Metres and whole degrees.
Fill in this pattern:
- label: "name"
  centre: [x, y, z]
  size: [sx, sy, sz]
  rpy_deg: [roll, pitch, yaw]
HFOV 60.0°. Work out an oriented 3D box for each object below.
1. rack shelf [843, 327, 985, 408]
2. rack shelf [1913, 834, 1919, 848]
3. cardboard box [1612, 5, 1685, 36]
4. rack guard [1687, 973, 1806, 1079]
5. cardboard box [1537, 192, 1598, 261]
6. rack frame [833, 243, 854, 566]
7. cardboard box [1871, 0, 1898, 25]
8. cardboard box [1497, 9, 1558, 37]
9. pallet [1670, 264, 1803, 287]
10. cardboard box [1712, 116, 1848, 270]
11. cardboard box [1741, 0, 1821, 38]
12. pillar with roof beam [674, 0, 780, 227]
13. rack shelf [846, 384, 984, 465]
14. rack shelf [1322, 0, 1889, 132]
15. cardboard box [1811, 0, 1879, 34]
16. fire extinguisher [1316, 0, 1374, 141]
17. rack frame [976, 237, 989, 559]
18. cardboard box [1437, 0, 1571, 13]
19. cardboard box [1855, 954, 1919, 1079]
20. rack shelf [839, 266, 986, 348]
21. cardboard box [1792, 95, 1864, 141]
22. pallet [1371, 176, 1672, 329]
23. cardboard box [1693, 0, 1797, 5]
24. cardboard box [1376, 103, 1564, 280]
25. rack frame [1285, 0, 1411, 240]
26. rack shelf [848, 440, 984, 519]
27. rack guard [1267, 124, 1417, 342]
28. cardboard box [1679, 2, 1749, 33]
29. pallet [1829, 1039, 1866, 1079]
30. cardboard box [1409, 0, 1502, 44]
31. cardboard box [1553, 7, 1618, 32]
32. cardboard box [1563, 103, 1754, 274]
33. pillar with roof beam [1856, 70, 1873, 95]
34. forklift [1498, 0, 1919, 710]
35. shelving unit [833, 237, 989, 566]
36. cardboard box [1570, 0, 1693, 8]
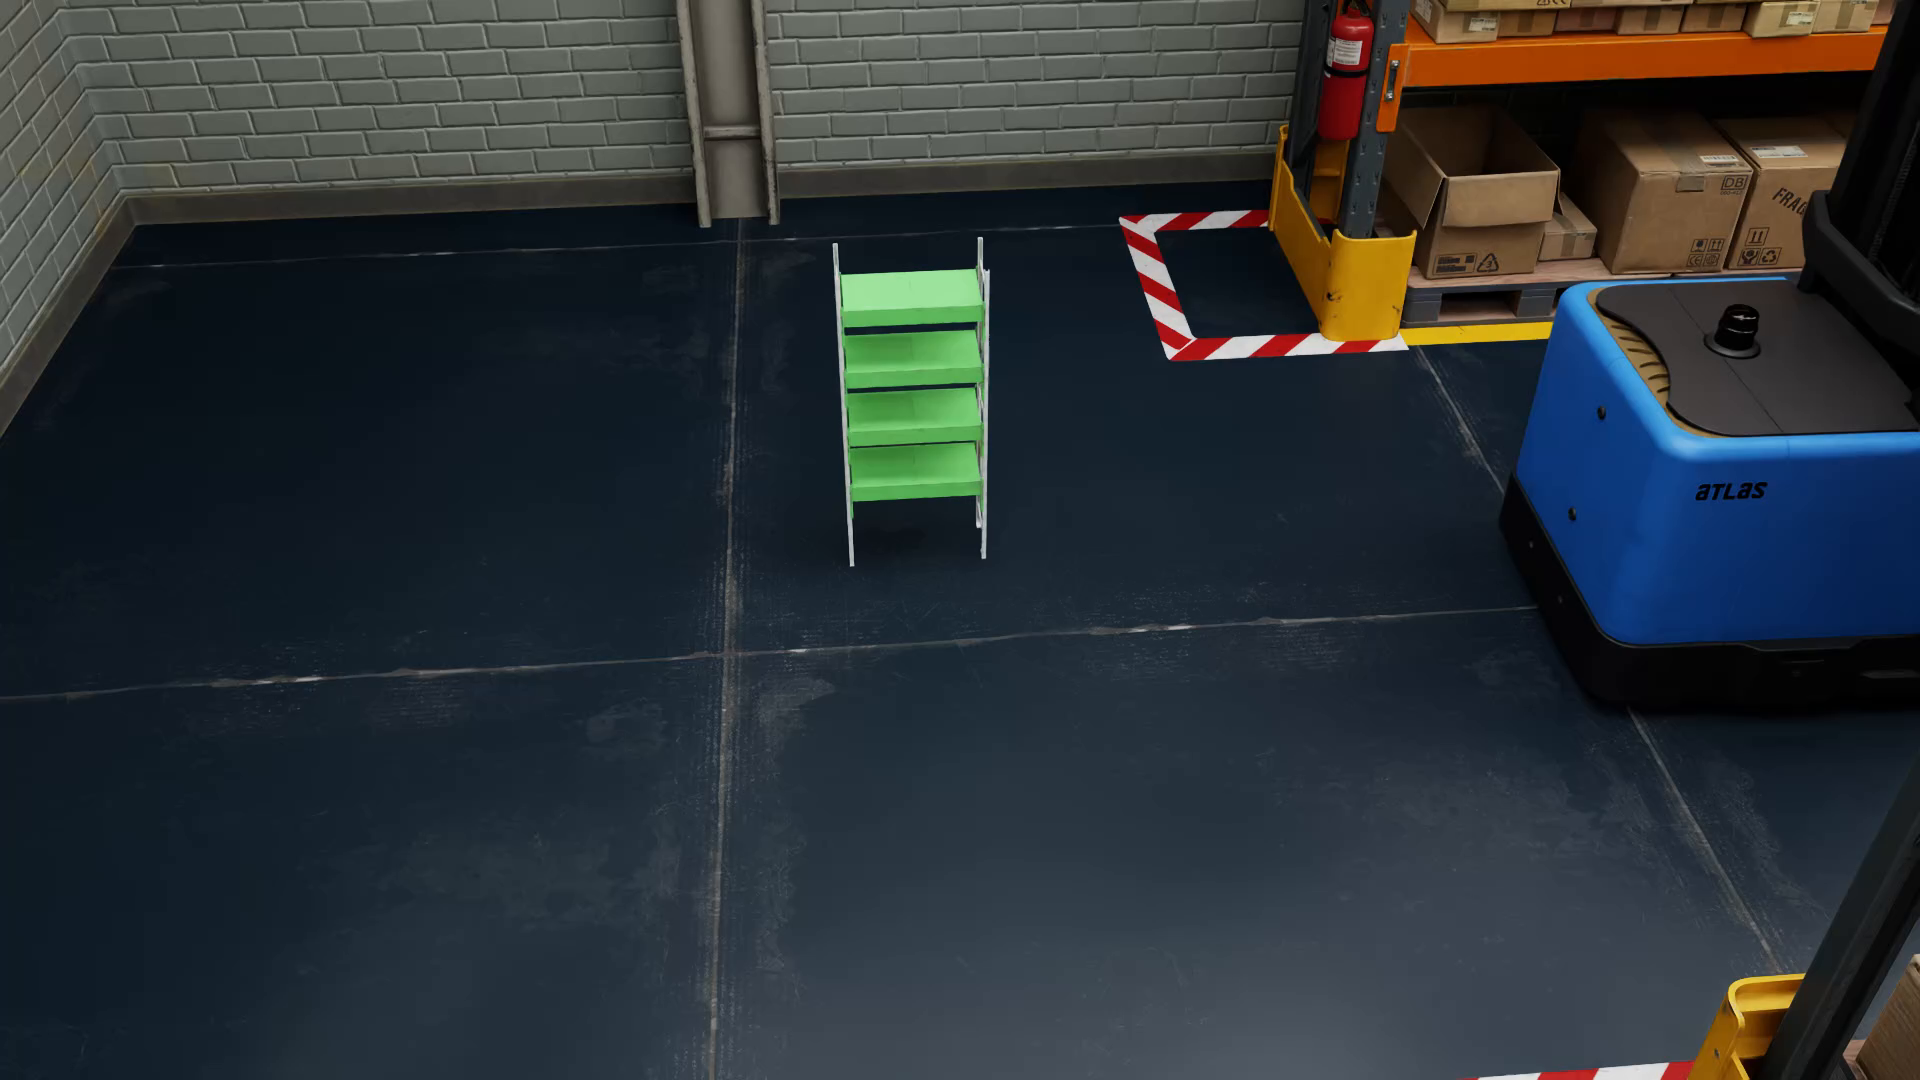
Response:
- label: "rack shelf"
  centre: [-0.165, -0.600, 5.758]
  size: [0.480, 0.148, 0.258]
  rpy_deg: [-3, 38, -4]
- label: "rack shelf"
  centre: [4.098, 0.818, 3.373]
  size: [4.000, 0.370, 1.077]
  rpy_deg: [-3, 38, -4]
- label: "cardboard box"
  centre: [2.779, -2.222, 6.847]
  size: [0.250, 0.149, 0.380]
  rpy_deg: [-2, 38, -3]
- label: "rack guard"
  centre: [2.082, 1.628, 3.784]
  size: [0.348, 0.500, 1.175]
  rpy_deg: [-3, 38, -4]
- label: "cardboard box"
  centre: [2.706, -1.437, 7.613]
  size: [0.250, 0.149, 0.380]
  rpy_deg: [-5, 39, -6]
- label: "rack frame"
  centre: [-0.408, -0.449, 5.850]
  size: [0.015, 1.200, 0.240]
  rpy_deg: [-3, 38, -4]
- label: "cardboard box"
  centre: [3.813, -2.291, 6.935]
  size: [0.250, 0.149, 0.380]
  rpy_deg: [-3, 38, -4]
- label: "cardboard box"
  centre: [2.263, -2.210, 6.832]
  size: [0.250, 0.149, 0.380]
  rpy_deg: [-2, 38, -3]
- label: "pallet"
  centre: [3.744, -1.436, 7.900]
  size: [1.213, 0.211, 1.003]
  rpy_deg: [-3, 38, -4]
- label: "cardboard box"
  centre: [3.670, -1.566, 7.492]
  size: [0.500, 0.500, 0.500]
  rpy_deg: [-2, 38, -3]
- label: "cardboard box"
  centre: [3.302, -2.208, 6.829]
  size: [0.250, 0.149, 0.380]
  rpy_deg: [-4, 38, -5]
- label: "pillar with roof beam"
  centre: [-0.722, -2.525, 2.185]
  size: [0.400, 9.000, 9.100]
  rpy_deg: [-3, 38, -4]
- label: "rack shelf"
  centre: [-0.165, -0.412, 5.906]
  size: [0.480, 0.148, 0.258]
  rpy_deg: [-3, 38, -4]
- label: "rack shelf"
  centre: [3.654, -2.245, 7.254]
  size: [4.000, 0.370, 1.077]
  rpy_deg: [-3, 38, -4]
- label: "cardboard box"
  centre: [3.562, -2.235, 6.863]
  size: [0.250, 0.149, 0.380]
  rpy_deg: [-2, 38, -3]
- label: "fire extinguisher"
  centre: [1.557, -1.947, 6.660]
  size: [0.183, 0.674, 0.296]
  rpy_deg: [-3, 38, -4]
- label: "rack frame"
  centre: [0.078, -0.475, 5.884]
  size: [0.015, 1.200, 0.240]
  rpy_deg: [-3, 38, -4]
- label: "cardboard box"
  centre: [2.138, -2.334, 6.667]
  size: [0.500, 0.250, 0.500]
  rpy_deg: [-3, 38, -4]
- label: "cardboard box"
  centre: [2.754, 1.388, 3.799]
  size: [0.875, 0.438, 0.875]
  rpy_deg: [-4, 38, -6]
- label: "rack shelf"
  centre: [-0.165, -0.789, 5.609]
  size: [0.480, 0.148, 0.258]
  rpy_deg: [-3, 38, -4]
- label: "cardboard box"
  centre: [4.169, -1.656, 7.606]
  size: [0.500, 0.500, 0.700]
  rpy_deg: [-5, 38, -6]
- label: "pallet"
  centre: [2.532, -1.371, 7.817]
  size: [1.213, 0.211, 1.003]
  rpy_deg: [-3, 38, -4]
- label: "cardboard box"
  centre: [3.145, -2.392, 6.740]
  size: [0.500, 0.250, 0.500]
  rpy_deg: [-4, 38, -5]
- label: "cardboard box"
  centre: [2.280, -1.577, 7.504]
  size: [0.637, 0.503, 0.797]
  rpy_deg: [-5, 39, -6]
- label: "rack frame"
  centre: [1.662, -2.417, 6.892]
  size: [0.127, 3.000, 1.000]
  rpy_deg: [-3, 38, -4]
- label: "rack shelf"
  centre: [-0.165, -0.223, 6.055]
  size: [0.480, 0.148, 0.258]
  rpy_deg: [-3, 38, -4]
- label: "rack guard"
  centre: [1.738, -1.440, 7.672]
  size: [0.348, 0.500, 1.175]
  rpy_deg: [-3, 38, -4]
- label: "cardboard box"
  centre: [3.043, -2.240, 6.870]
  size: [0.250, 0.149, 0.380]
  rpy_deg: [-3, 38, -3]
- label: "pallet"
  centre: [2.895, 1.648, 3.992]
  size: [1.213, 0.211, 1.003]
  rpy_deg: [-3, 38, -4]
- label: "cardboard box"
  centre: [2.014, -2.168, 6.778]
  size: [0.250, 0.149, 0.380]
  rpy_deg: [-3, 38, -4]
- label: "cardboard box"
  centre: [2.522, -2.246, 6.878]
  size: [0.250, 0.149, 0.380]
  rpy_deg: [-4, 38, -5]
- label: "cardboard box"
  centre: [3.135, -1.599, 7.534]
  size: [0.500, 0.500, 0.700]
  rpy_deg: [-2, 38, -2]
- label: "pillar with roof beam"
  centre: [5.254, -2.854, 2.602]
  size: [0.400, 9.000, 9.100]
  rpy_deg: [-3, 38, -4]
- label: "forklift"
  centre: [3.547, -0.939, 5.073]
  size: [3.031, 2.935, 1.130]
  rpy_deg: [-2, 38, -3]
- label: "shelving unit"
  centre: [-0.165, -0.462, 5.867]
  size: [0.503, 1.200, 0.258]
  rpy_deg: [-3, 38, -4]
- label: "cardboard box"
  centre: [2.640, -2.362, 6.703]
  size: [0.500, 0.250, 0.500]
  rpy_deg: [-3, 38, -3]
